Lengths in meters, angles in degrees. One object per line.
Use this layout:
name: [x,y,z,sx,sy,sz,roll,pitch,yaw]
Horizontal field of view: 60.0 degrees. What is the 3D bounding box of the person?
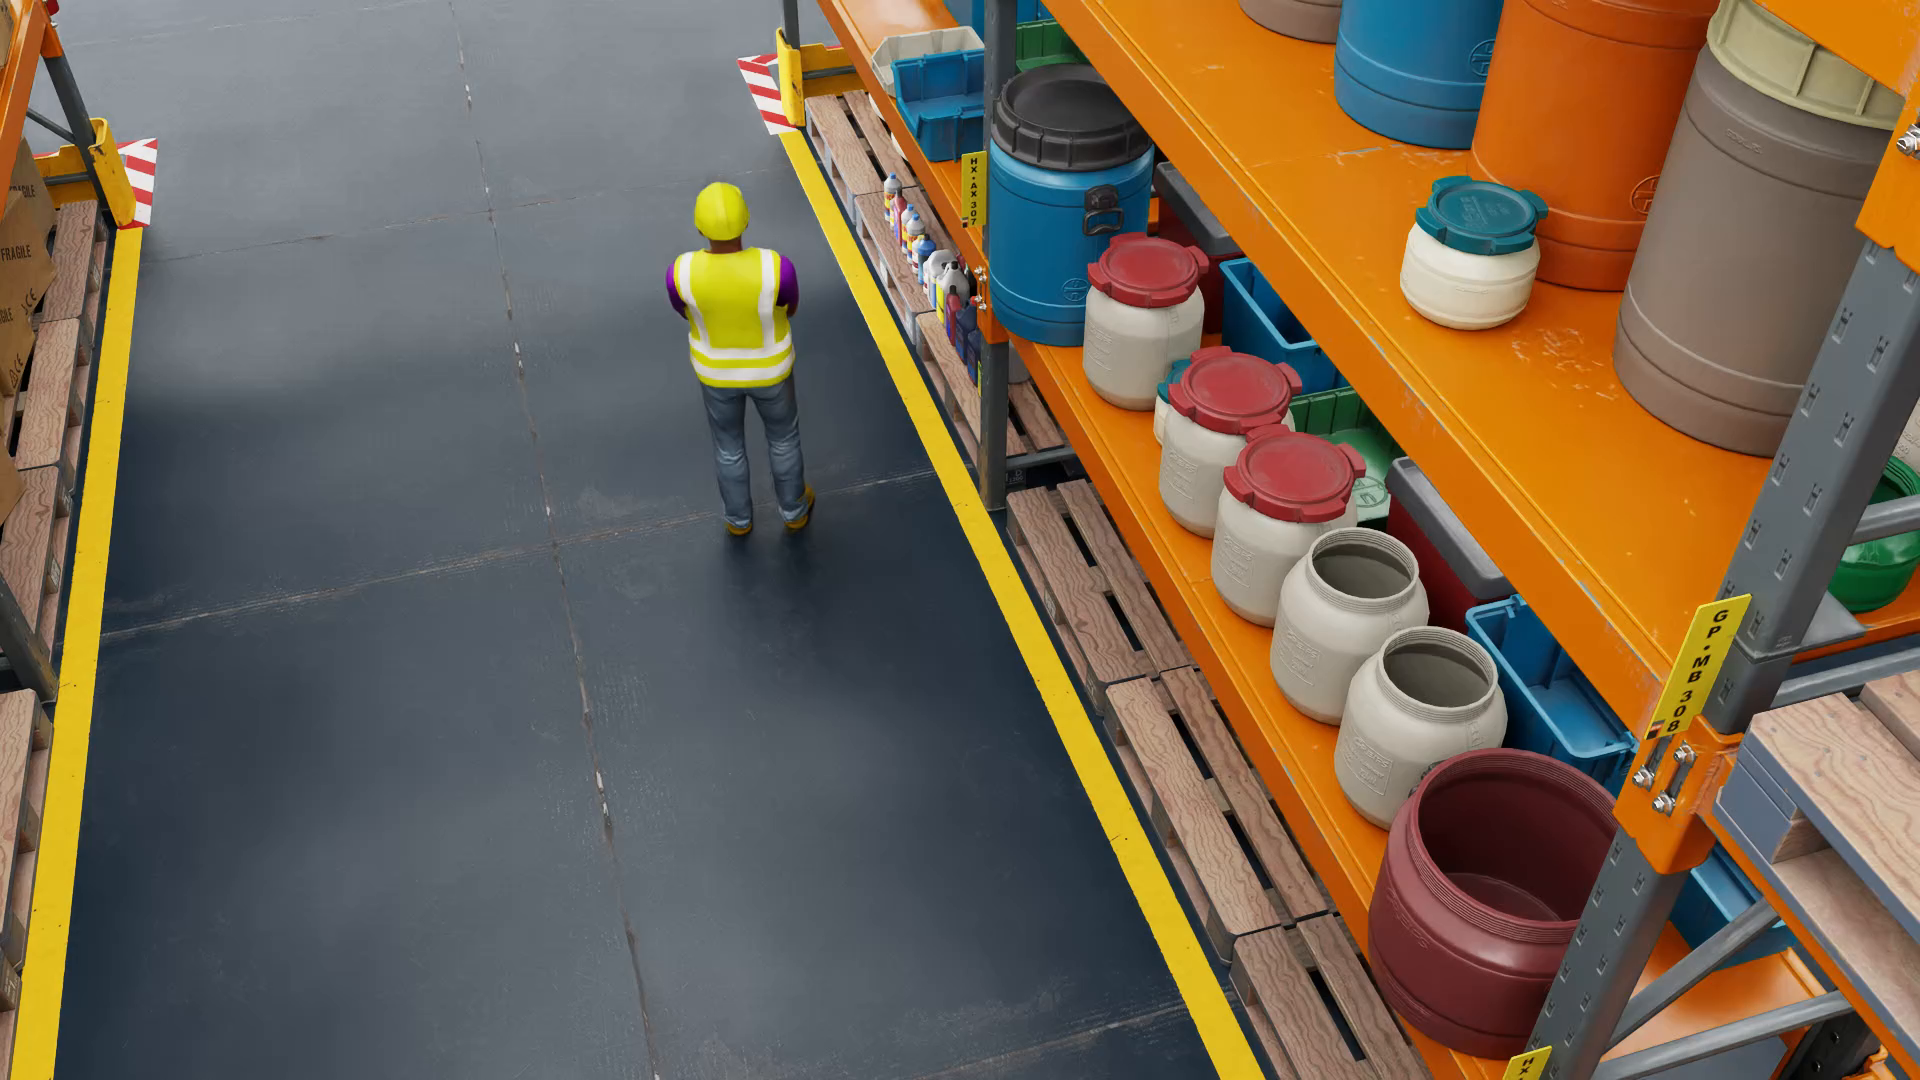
person: [-0.914,-0.786,7.012,0.520,1.771,0.566,-2,42,-2]
